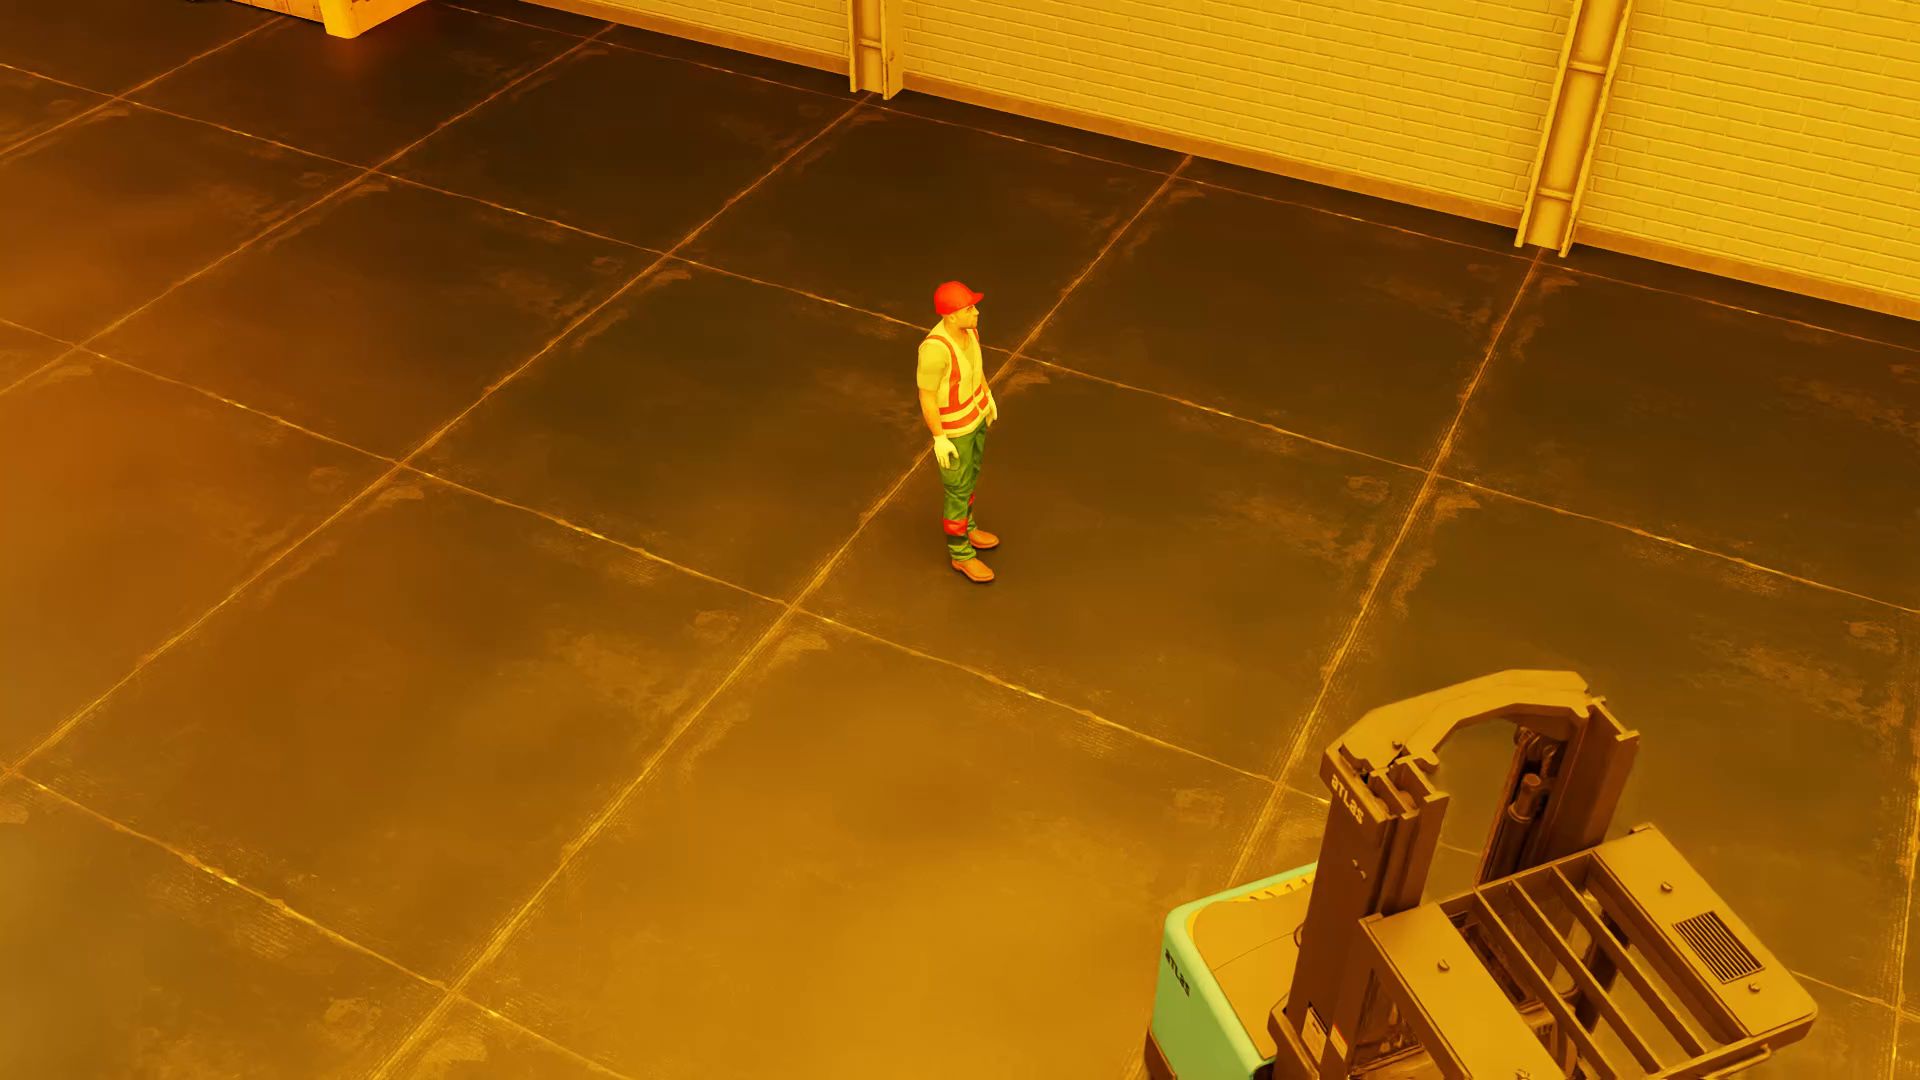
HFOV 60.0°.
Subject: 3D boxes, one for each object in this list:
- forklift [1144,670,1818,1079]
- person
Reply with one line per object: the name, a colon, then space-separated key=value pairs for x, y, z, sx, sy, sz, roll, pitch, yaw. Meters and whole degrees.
forklift: x=1.820 y=1.993 z=5.620 sx=1.130 sy=2.935 sz=3.031 roll=-14 pitch=42 yaw=-16
person: x=0.066 y=-0.659 z=9.644 sx=0.562 sy=1.790 sz=0.637 roll=18 pitch=43 yaw=21
